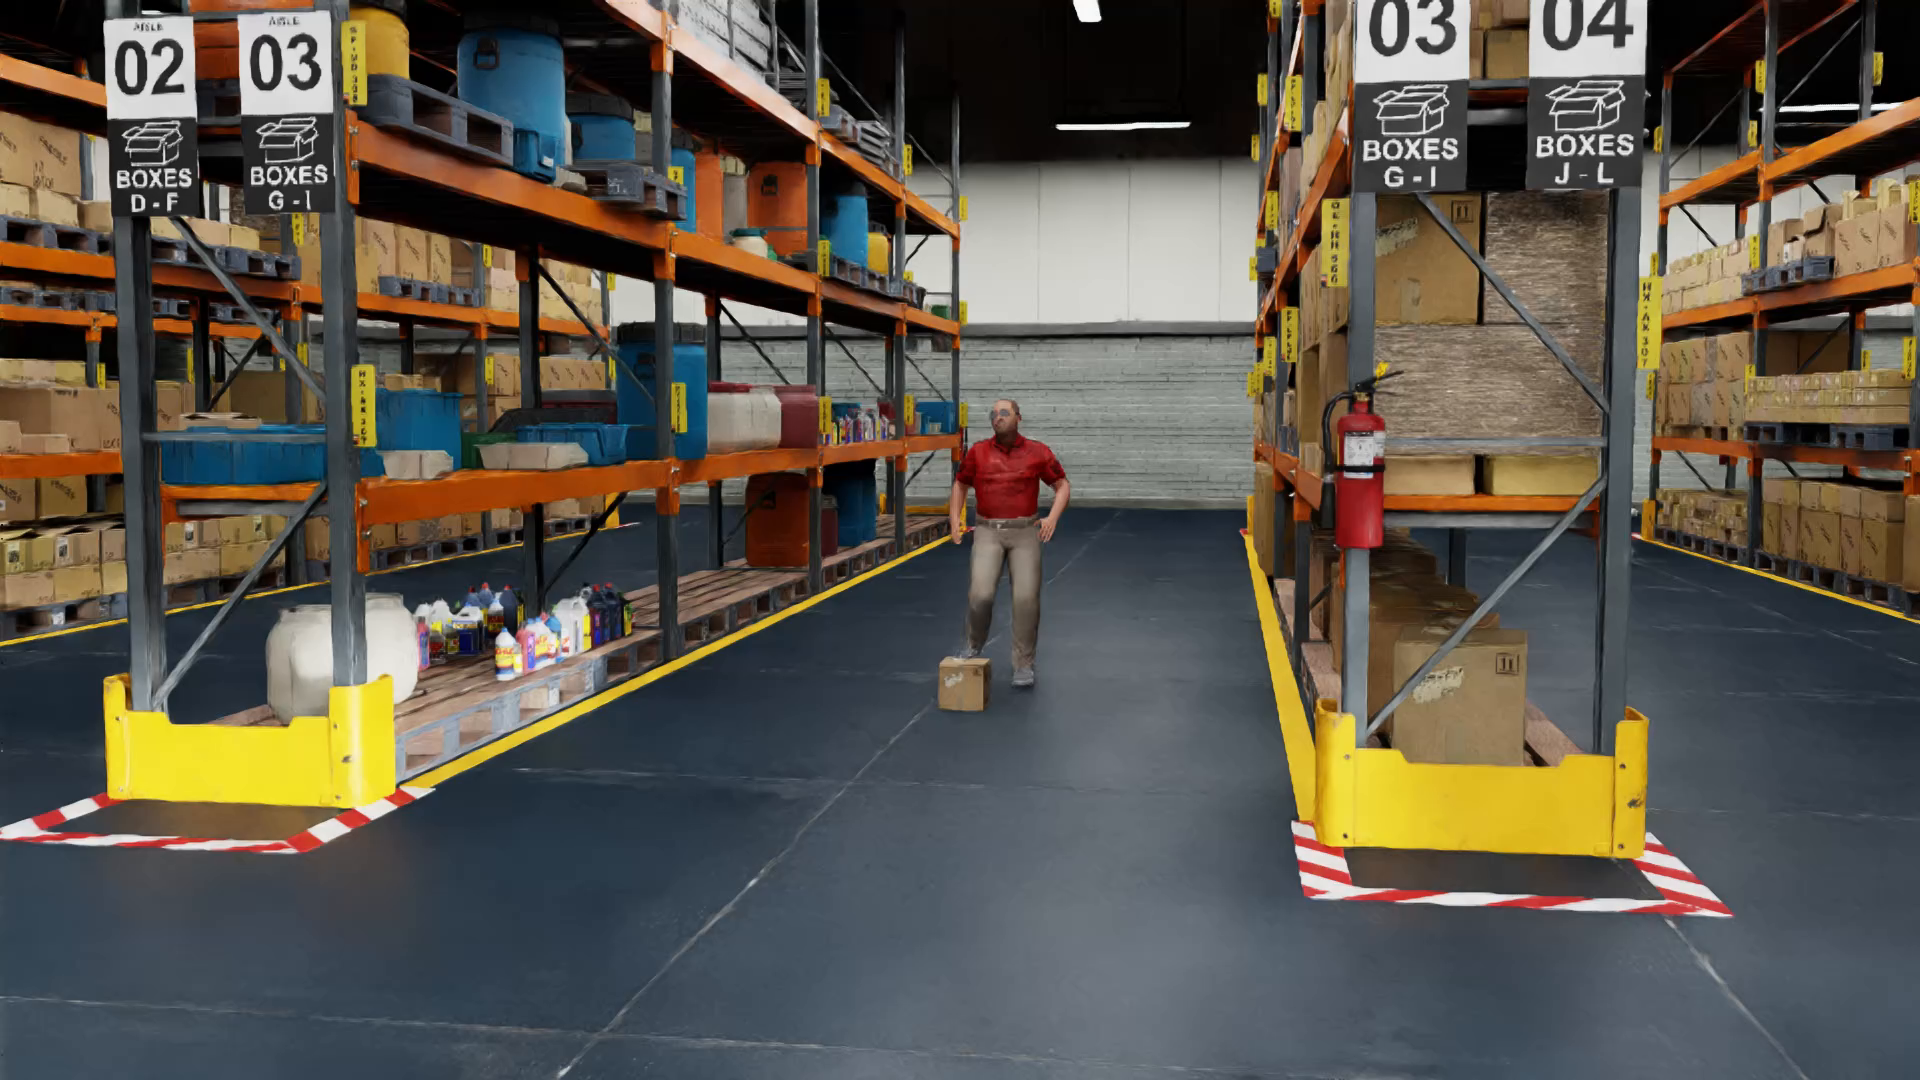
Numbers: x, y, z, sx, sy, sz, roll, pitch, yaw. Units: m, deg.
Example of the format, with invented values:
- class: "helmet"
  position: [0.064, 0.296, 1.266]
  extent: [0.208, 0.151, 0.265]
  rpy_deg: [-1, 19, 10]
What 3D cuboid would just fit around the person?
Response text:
- class: "person"
  position: [0.292, 0.009, 9.877]
  extent: [0.722, 1.702, 0.503]
  rpy_deg: [0, 4, 4]
